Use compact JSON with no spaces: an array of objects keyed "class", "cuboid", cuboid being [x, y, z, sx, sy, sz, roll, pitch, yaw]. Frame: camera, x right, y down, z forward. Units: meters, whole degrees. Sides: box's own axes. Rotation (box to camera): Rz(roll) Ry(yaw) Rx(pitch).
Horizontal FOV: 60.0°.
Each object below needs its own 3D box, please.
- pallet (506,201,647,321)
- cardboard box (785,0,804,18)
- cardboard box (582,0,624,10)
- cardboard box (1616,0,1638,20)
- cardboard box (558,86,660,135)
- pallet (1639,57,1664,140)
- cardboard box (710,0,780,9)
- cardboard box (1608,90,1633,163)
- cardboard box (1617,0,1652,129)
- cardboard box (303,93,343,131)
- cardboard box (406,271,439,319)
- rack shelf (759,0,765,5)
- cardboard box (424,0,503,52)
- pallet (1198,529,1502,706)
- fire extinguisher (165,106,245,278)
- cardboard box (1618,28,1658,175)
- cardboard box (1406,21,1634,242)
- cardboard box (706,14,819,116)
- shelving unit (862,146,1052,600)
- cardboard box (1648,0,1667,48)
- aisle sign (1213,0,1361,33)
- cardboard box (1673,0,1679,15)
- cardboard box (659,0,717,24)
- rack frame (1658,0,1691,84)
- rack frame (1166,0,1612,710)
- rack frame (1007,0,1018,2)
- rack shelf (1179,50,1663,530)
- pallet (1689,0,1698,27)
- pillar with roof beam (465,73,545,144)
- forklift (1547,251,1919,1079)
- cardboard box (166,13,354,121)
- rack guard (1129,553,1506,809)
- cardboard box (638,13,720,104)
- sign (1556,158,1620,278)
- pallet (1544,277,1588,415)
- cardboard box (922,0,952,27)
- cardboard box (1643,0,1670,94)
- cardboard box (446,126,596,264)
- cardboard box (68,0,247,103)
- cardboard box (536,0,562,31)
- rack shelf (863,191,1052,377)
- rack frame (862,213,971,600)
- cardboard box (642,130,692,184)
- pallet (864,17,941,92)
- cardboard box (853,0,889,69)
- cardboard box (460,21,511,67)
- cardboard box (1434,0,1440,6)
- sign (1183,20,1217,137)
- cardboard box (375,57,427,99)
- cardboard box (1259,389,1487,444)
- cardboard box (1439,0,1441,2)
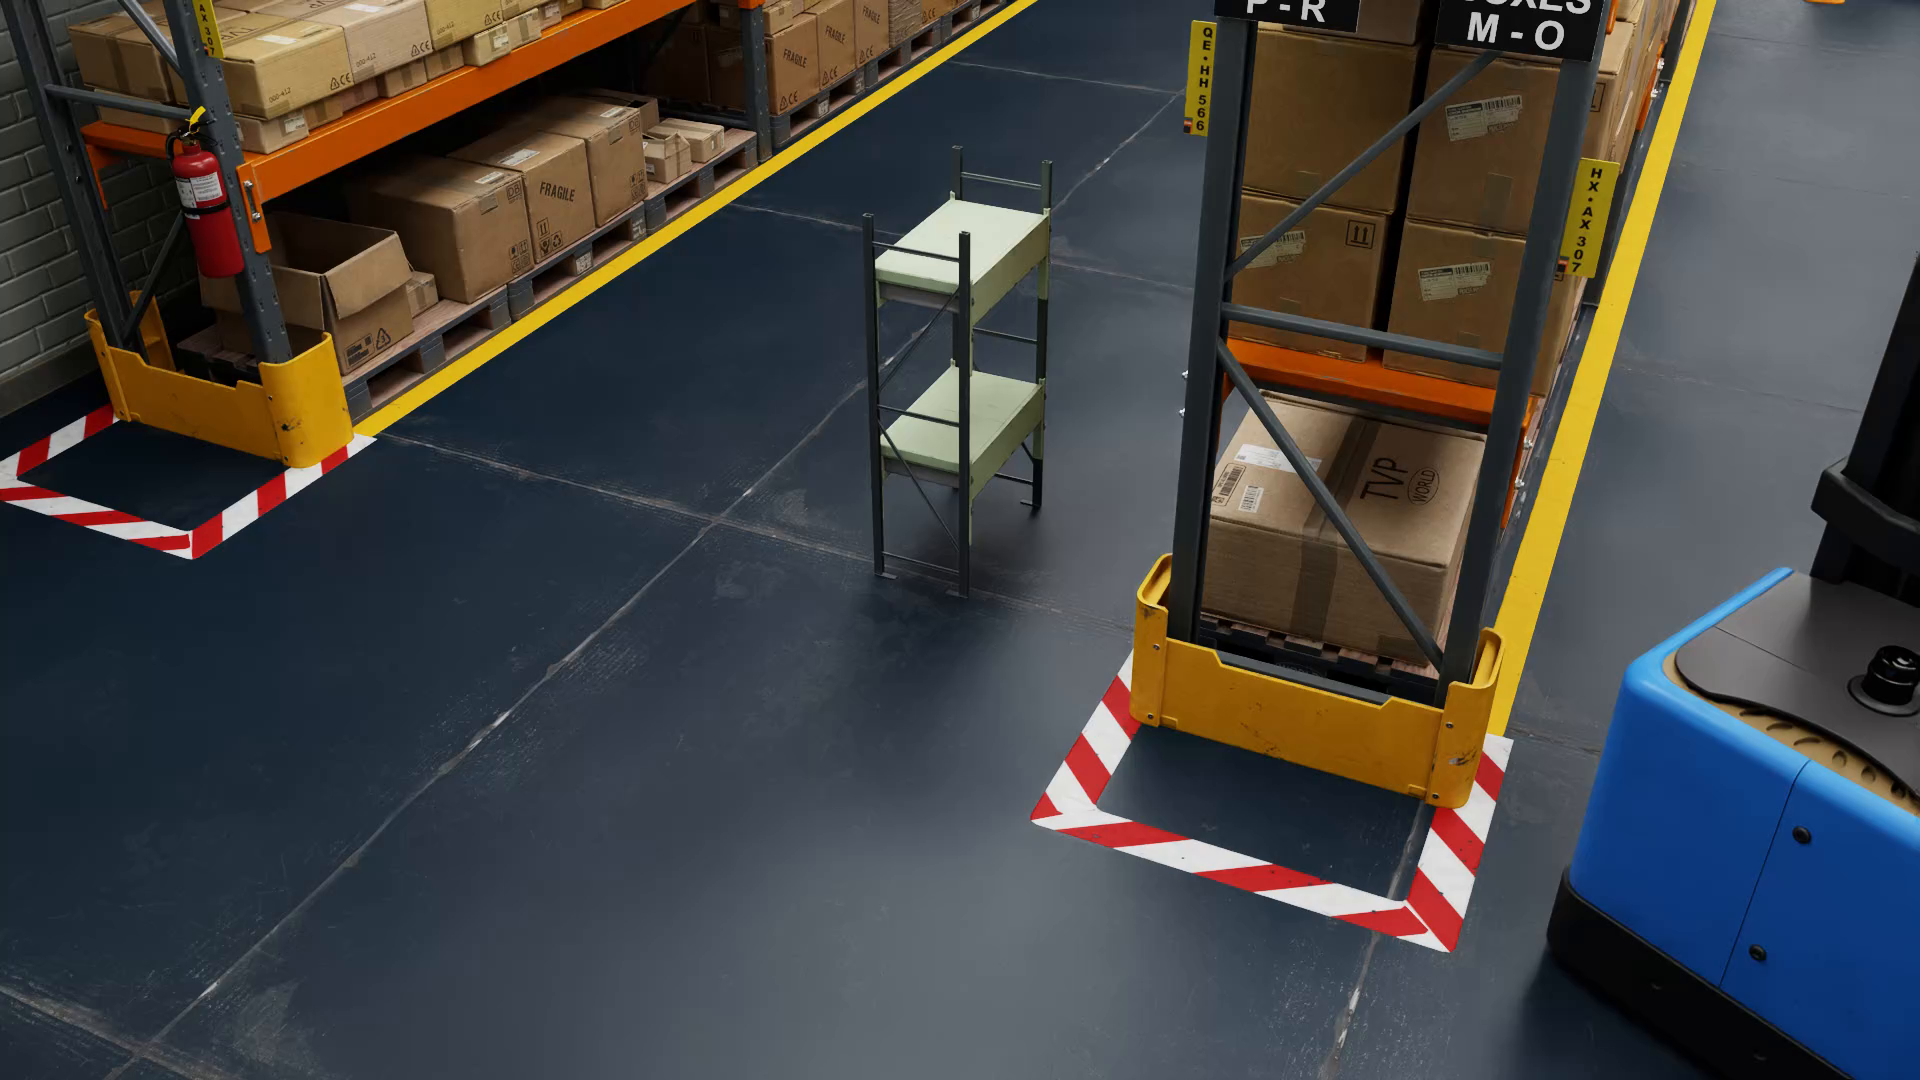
[{"class":"pallet","cuboid":[-2.449,-1.609,9.011,1.003,0.211,1.213,14,36,20]},{"class":"cardboard box","cuboid":[-1.215,-3.402,10.507,0.380,0.149,0.250,13,35,19]},{"class":"cardboard box","cuboid":[-1.948,-2.877,8.631,0.380,0.149,0.250,14,36,20]},{"class":"cardboard box","cuboid":[1.842,-1.692,5.001,0.380,0.149,0.250,15,36,22]},{"class":"cardboard box","cuboid":[-2.143,-2.503,9.901,0.500,0.311,0.500,15,36,22]},{"class":"pallet","cuboid":[4.133,-3.041,11.195,1.003,0.211,1.213,14,36,20]},{"class":"cardboard box","cuboid":[-1.315,-3.384,10.209,0.380,0.149,0.250,14,36,20]},{"class":"cardboard box","cuboid":[2.061,-1.320,5.937,0.500,0.500,0.500,14,36,20]},{"class":"cardboard box","cuboid":[2.062,-1.748,5.678,0.500,0.500,0.500,14,36,20]},{"class":"cardboard box","cuboid":[-2.874,-1.868,7.092,0.380,0.149,0.250,15,36,22]},{"class":"cardboard box","cuboid":[-2.771,-1.204,8.067,0.380,0.149,0.250,13,35,19]},{"class":"rack shelf","cuboid":[-0.815,-4.422,11.414,1.077,0.370,4.000,14,36,20]},{"class":"cardboard box","cuboid":[-2.471,-2.465,7.639,0.500,0.250,0.500,13,36,20]},{"class":"pallet","cuboid":[1.448,0.152,6.325,1.003,0.211,1.213,14,36,20]},{"class":"fire extinguisher","cuboid":[-2.967,-1.367,6.510,0.296,0.674,0.183,14,36,20]},{"class":"cardboard box","cuboid":[2.489,-1.831,6.715,0.500,0.500,0.500,14,36,20]},{"class":"cardboard box","cuboid":[1.644,-1.231,4.889,0.500,0.500,0.500,13,36,19]},{"class":"cardboard box","cuboid":[-1.245,-3.046,10.557,0.500,0.500,0.500,16,36,23]},{"class":"shelving unit","cuboid":[0.003,-0.631,6.344,0.431,1.500,0.755,14,36,20]},{"class":"cardboard box","cuboid":[2.487,-2.245,6.435,0.500,0.500,0.500,15,36,21]},{"class":"aisle sign","cuboid":[0.873,-1.720,4.267,0.394,0.787,0.004,14,36,20]},{"class":"cardboard box","cuboid":[3.497,-2.944,8.641,0.500,0.250,0.500,13,36,19]},{"class":"cardboard box","cuboid":[-1.760,-3.378,10.471,0.380,0.149,0.250,13,35,19]},{"class":"rack frame","cuboid":[4.531,-4.582,11.002,1.000,3.000,0.127,14,36,20]},{"class":"rack frame","cuboid":[1.184,-0.598,4.926,1.000,3.000,0.127,14,36,20]},{"class":"rack frame","cuboid":[0.021,-5.719,12.736,1.000,3.000,0.127,14,36,20]},{"class":"rack shelf","cuboid":[2.021,-1.293,6.642,1.077,0.370,4.000,14,36,20]},{"class":"pallet","cuboid":[5.371,-4.410,13.283,1.003,0.211,1.213,14,36,20]},{"class":"pillar with roof beam","cuboid":[1.148,-5.108,6.333,9.100,9.000,0.400,14,36,20]},{"class":"forklift","cuboid":[3.184,-0.289,4.518,3.031,2.935,1.130,-23,40,-31]},{"class":"cardboard box","cuboid":[-2.891,-1.960,6.870,0.500,0.250,0.500,14,36,21]},{"class":"rack guard","cuboid":[1.174,0.460,5.593,1.175,0.500,0.348,14,36,20]},{"class":"cardboard box","cuboid":[-1.715,-3.169,10.745,0.500,0.500,0.500,14,36,20]},{"class":"sign","cuboid":[1.686,-0.863,4.468,0.100,0.325,0.005,14,36,20]},{"class":"pallet","cuboid":[2.469,-1.063,8.179,1.003,0.211,1.213,14,36,20]},{"class":"cardboard box","cuboid":[-0.396,-4.081,12.135,0.500,0.500,0.500,16,36,23]},{"class":"cardboard box","cuboid":[2.896,-2.342,7.495,0.500,0.500,0.500,15,36,21]},{"class":"cardboard box","cuboid":[-2.279,-1.805,8.664,0.500,0.500,0.500,15,36,21]},{"class":"cardboard box","cuboid":[-3.374,-2.086,7.062,0.500,0.250,0.500,15,36,22]},{"class":"cardboard box","cuboid":[-2.218,-2.640,8.271,0.380,0.149,0.250,14,36,20]},{"class":"rack shelf","cuboid":[0.003,-0.957,6.130,0.431,0.370,0.720,14,36,20]},{"class":"rack frame","cuboid":[-0.150,-0.448,6.066,0.400,1.500,0.023,14,36,20]},{"class":"cardboard box","cuboid":[-1.768,-2.236,9.535,0.396,0.266,0.258,15,36,22]},{"class":"pallet","cuboid":[-0.837,-3.584,12.024,1.003,0.211,1.213,14,36,20]},{"class":"cardboard box","cuboid":[-0.819,-3.561,11.342,0.500,0.500,0.500,13,35,19]},{"class":"cardboard box","cuboid":[-2.355,-2.360,7.843,0.380,0.149,0.250,13,35,19]},{"class":"cardboard box","cuboid":[1.237,-1.686,4.990,0.380,0.149,0.250,15,36,21]},{"class":"sign","cuboid":[0.697,-1.312,4.744,0.100,0.325,0.005,14,36,20]},{"class":"cardboard box","cuboid":[-2.635,-2.118,7.474,0.380,0.149,0.250,15,36,22]},{"class":"cardboard box","cuboid":[1.745,-0.511,6.748,0.875,0.438,0.875,15,36,22]},{"class":"cardboard box","cuboid":[1.362,-1.619,5.481,0.500,0.500,0.500,14,36,21]}]
